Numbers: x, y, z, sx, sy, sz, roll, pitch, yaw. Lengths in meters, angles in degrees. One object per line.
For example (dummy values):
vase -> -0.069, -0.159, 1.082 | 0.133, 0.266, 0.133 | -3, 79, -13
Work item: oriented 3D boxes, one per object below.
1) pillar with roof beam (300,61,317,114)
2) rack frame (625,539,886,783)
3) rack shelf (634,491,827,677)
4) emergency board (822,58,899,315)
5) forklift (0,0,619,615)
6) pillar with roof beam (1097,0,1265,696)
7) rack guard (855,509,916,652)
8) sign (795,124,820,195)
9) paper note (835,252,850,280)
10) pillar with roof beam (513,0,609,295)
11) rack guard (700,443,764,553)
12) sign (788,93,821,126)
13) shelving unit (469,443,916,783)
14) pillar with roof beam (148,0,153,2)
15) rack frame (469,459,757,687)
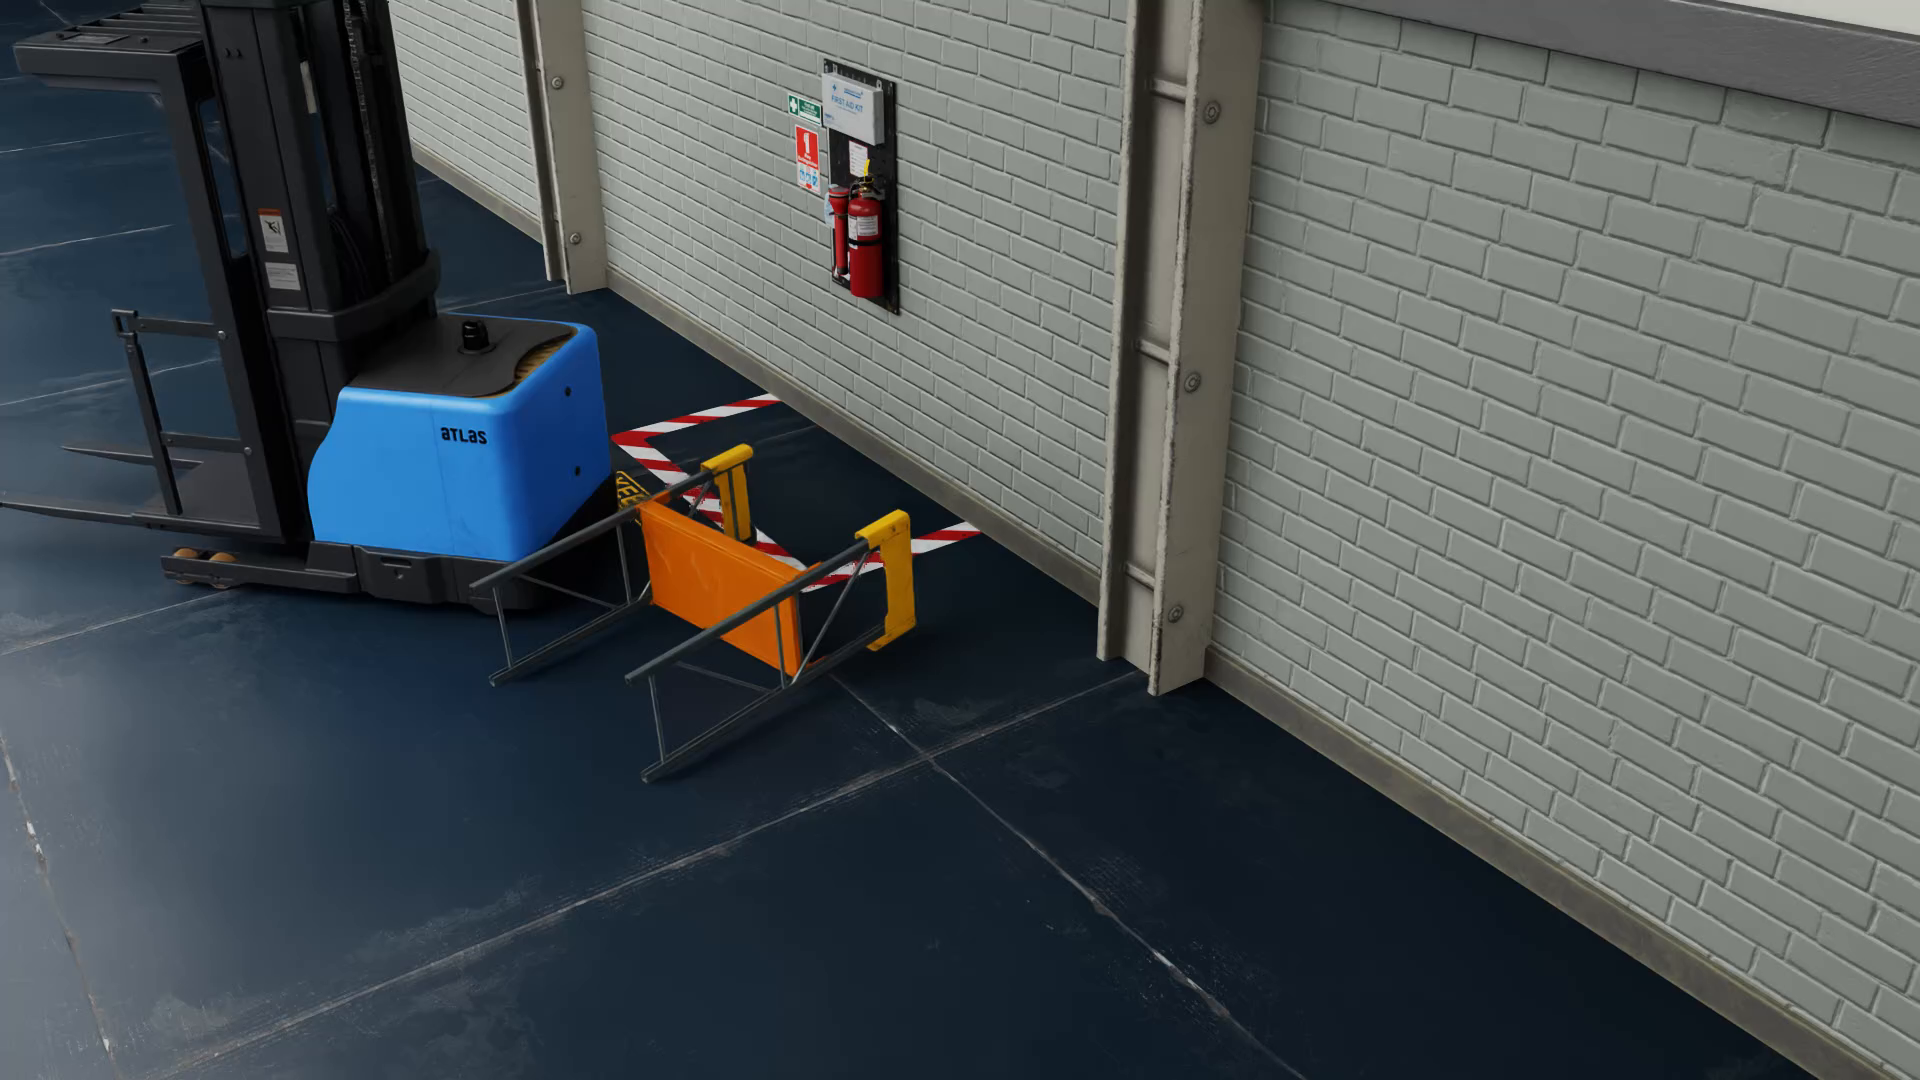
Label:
pillar with roof beam -> -9.631, -6.884, 11.497 | 9.100, 9.000, 0.400 | -19, 34, -31
rack frame -> -0.735, 0.427, 6.812 | 0.032, 0.500, 1.500 | 23, 39, 36
rack shelf -> -0.994, 0.194, 7.223 | 1.000, 0.538, 0.185 | 23, 39, 36
emergency board -> -0.566, -1.746, 8.322 | 0.194, 1.169, 0.643 | -19, 34, -31
forklift -> -3.278, -1.297, 7.567 | 3.031, 2.935, 1.130 | 6, 29, 11
pillar with roof beam -> -2.670, -2.219, 2.907 | 9.100, 9.000, 0.400 | -19, 34, -31
rack guard -> -0.320, 0.177, 7.207 | 0.087, 0.587, 0.250 | 23, 39, 36
sign -> -0.802, -2.005, 8.762 | 0.001, 0.329, 0.234 | -19, 34, -31
paper note -> -0.612, -1.447, 8.694 | 0.016, 0.148, 0.142 | -19, 34, -31
pillar with roof beam -> -6.150, -4.552, 7.202 | 9.100, 9.000, 0.400 | -19, 34, -31
rack guard -> -1.063, -0.139, 7.790 | 0.087, 0.587, 0.250 | 23, 39, 36
sign -> -0.807, -2.234, 8.627 | 0.001, 0.109, 0.331 | -19, 34, -31
shelving unit -> -1.107, 0.268, 7.104 | 1.083, 0.587, 1.500 | 23, 39, 36
pillar with roof beam -> -13.111, -9.217, 15.792 | 9.100, 9.000, 0.400 | -19, 34, -31
rack frame -> -1.493, 0.104, 7.407 | 0.032, 0.500, 1.500 | 23, 39, 36
